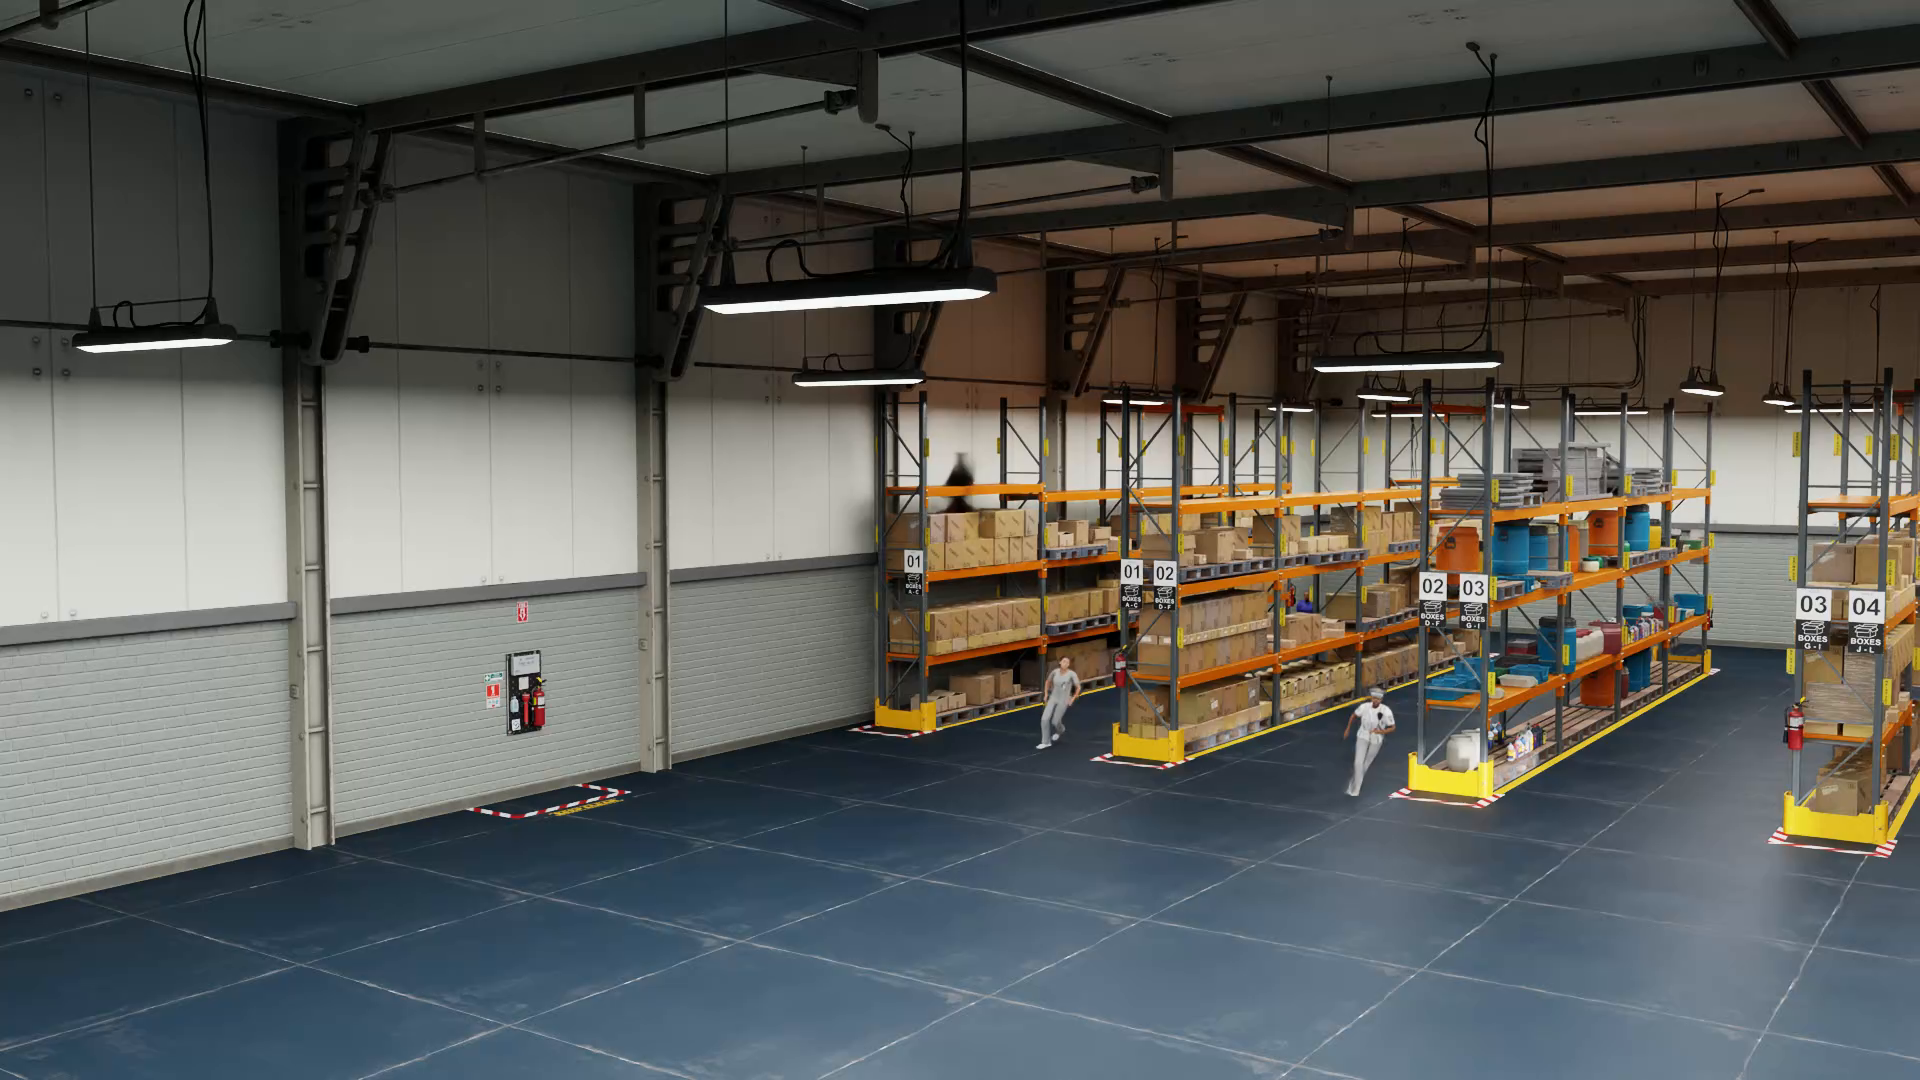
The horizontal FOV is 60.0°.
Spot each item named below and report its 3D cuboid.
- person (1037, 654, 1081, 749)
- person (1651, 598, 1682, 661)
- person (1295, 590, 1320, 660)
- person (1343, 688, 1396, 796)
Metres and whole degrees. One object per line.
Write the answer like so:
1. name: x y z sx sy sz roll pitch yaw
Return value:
1. person: 1.695 2.691 27.761 0.683 1.580 0.595 1 3 23
2. person: 16.335 2.097 38.460 0.621 1.543 0.560 -2 4 -34
3. person: 8.220 1.985 39.339 0.557 1.621 0.989 1 3 18
4. person: 5.874 2.885 23.863 0.719 1.576 0.596 1 3 12
